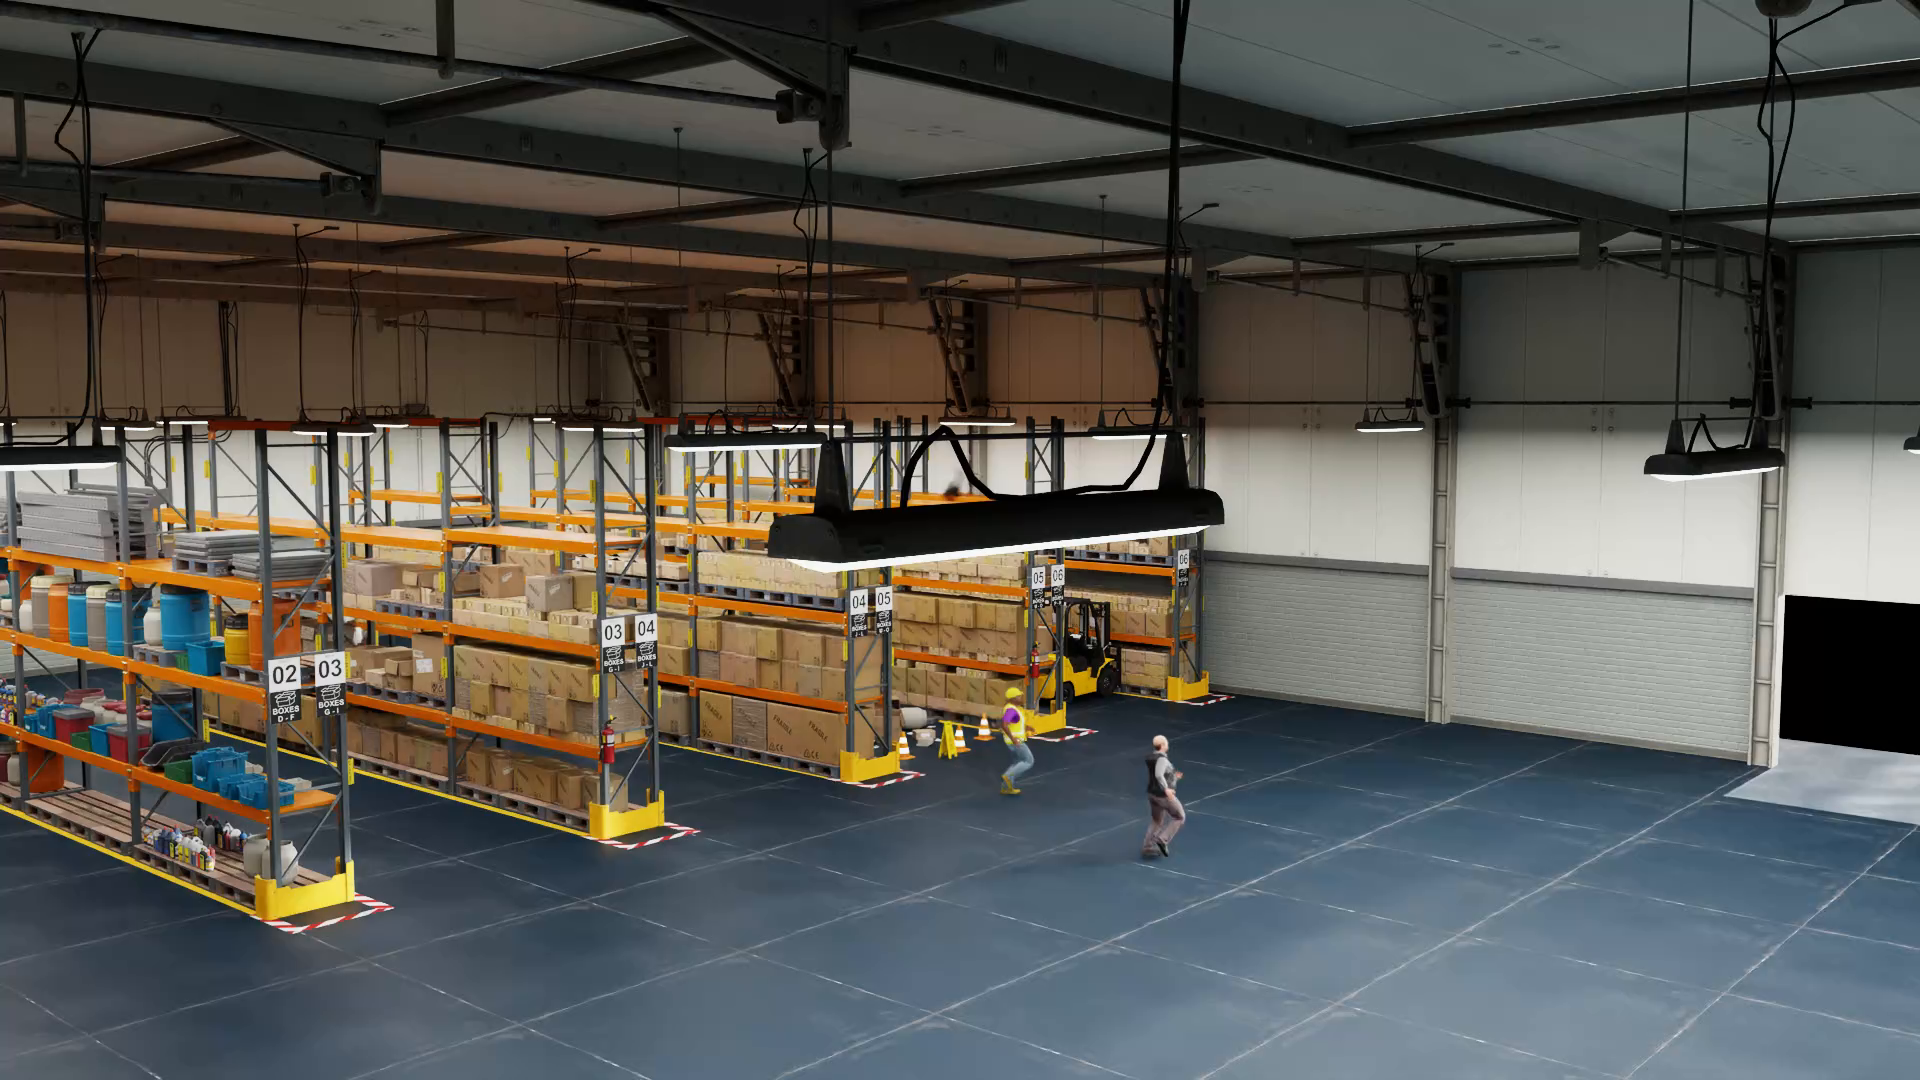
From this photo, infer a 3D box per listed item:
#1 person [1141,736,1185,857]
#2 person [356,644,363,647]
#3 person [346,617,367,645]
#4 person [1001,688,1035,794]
[{"bbox_3d":[2.836,3.554,23.096,0.663,1.689,0.634,-2,5,-25],"label":"person"},{"bbox_3d":[-11.914,2.827,32.905,0.611,1.572,0.552,4,6,41],"label":"person"},{"bbox_3d":[-13.049,2.499,35.777,0.715,1.738,0.664,-4,6,-41],"label":"person"},{"bbox_3d":[0.932,3.236,26.805,0.595,1.722,0.696,-1,5,-6],"label":"person"}]
